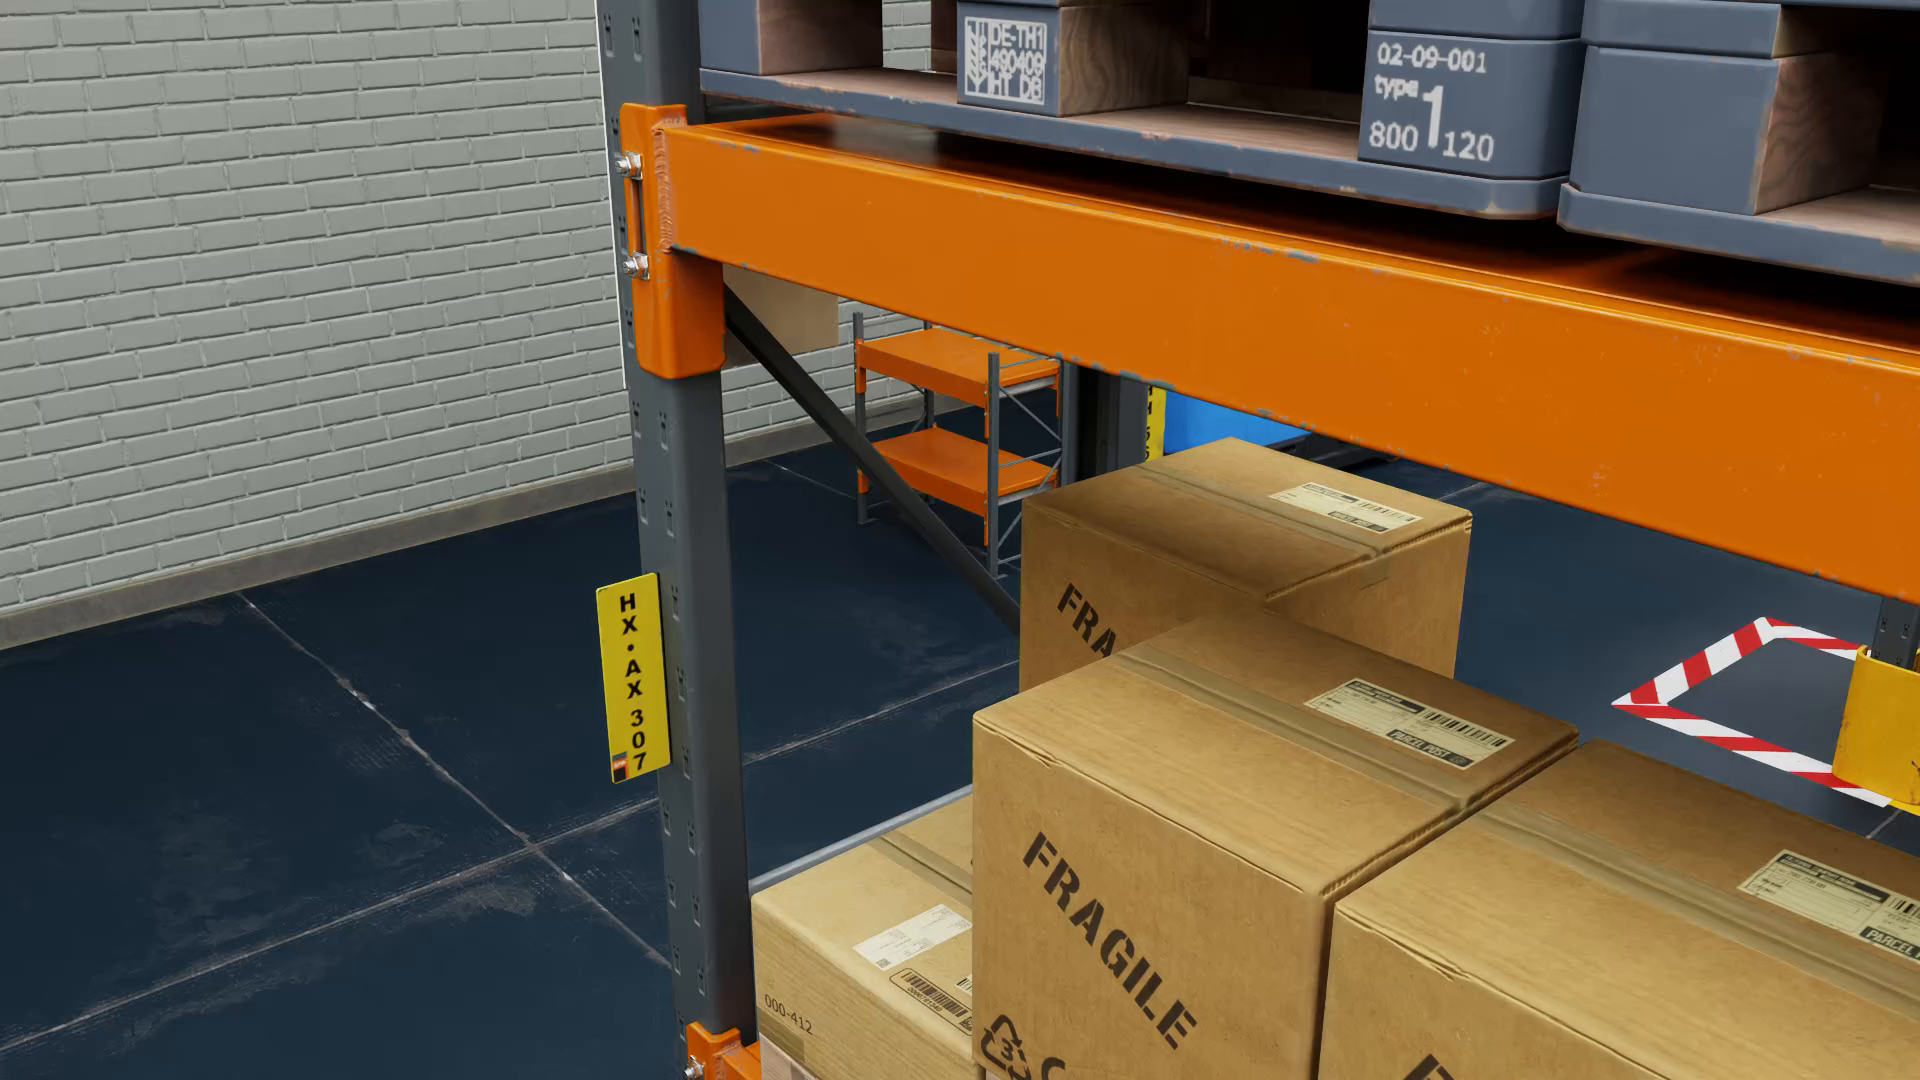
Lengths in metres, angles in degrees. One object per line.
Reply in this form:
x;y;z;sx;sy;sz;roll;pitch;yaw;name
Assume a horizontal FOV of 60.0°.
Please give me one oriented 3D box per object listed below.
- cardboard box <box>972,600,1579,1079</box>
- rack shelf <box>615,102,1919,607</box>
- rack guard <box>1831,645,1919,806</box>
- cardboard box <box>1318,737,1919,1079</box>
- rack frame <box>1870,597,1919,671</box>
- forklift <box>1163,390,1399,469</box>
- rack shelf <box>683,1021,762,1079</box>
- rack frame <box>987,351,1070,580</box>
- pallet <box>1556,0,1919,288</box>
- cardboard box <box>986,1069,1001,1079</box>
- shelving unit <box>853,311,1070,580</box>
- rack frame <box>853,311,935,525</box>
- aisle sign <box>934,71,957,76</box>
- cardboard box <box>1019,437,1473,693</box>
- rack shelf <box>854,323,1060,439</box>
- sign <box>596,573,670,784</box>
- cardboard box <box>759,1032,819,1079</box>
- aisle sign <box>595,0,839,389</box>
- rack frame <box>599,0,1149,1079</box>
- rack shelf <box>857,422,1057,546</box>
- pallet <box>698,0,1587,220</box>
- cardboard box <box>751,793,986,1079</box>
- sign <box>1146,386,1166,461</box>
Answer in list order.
0.363;0.439;2.019;0.500;0.500;0.500;-18;28;-39;cardboard box
1.234;0.013;1.212;1.077;0.370;4.000;-17;27;-37;rack shelf
3.801;0.554;6.384;1.175;0.500;0.348;-17;27;-37;rack guard
0.706;0.581;1.657;0.500;0.500;0.500;-18;28;-39;cardboard box
3.752;-0.631;5.982;1.000;3.000;0.127;-17;27;-37;rack frame
2.107;-1.949;9.441;3.031;2.935;1.130;-16;26;-35;forklift
1.234;1.410;1.759;1.077;0.370;4.000;-17;27;-37;rack shelf
0.327;-0.385;7.925;0.500;1.125;0.032;-17;27;-37;rack frame
1.221;-0.294;1.129;1.003;0.211;1.213;-17;27;-37;pallet
0.381;0.792;2.146;0.500;0.250;0.500;-18;28;-38;cardboard box
-0.004;-0.526;8.284;0.538;1.125;1.048;-17;27;-37;shelving unit
-0.336;-0.666;8.642;0.500;1.125;0.032;-17;27;-37;rack frame
0.109;-0.780;2.797;0.394;0.787;0.004;-17;27;-37;aisle sign
0.445;0.176;2.691;0.500;0.500;0.500;-17;27;-37;cardboard box
-0.004;-0.798;8.177;0.538;0.278;1.000;-17;27;-37;rack shelf
-0.496;0.213;2.533;0.100;0.325;0.005;-17;27;-37;sign
-0.090;0.816;2.633;0.380;0.149;0.250;-17;27;-37;cardboard box
-0.346;-0.637;2.433;0.394;0.787;0.004;-17;27;-37;aisle sign
-0.069;0.521;3.040;0.949;2.616;0.053;-17;27;-37;rack frame
-0.004;-0.298;8.373;0.538;0.278;1.000;-17;27;-37;rack shelf
0.420;-0.631;1.990;1.003;0.211;1.213;-17;27;-37;pallet
0.037;0.650;2.509;0.500;0.250;0.500;-18;28;-39;cardboard box
0.348;-0.253;3.104;0.100;0.325;0.005;-17;27;-37;sign
